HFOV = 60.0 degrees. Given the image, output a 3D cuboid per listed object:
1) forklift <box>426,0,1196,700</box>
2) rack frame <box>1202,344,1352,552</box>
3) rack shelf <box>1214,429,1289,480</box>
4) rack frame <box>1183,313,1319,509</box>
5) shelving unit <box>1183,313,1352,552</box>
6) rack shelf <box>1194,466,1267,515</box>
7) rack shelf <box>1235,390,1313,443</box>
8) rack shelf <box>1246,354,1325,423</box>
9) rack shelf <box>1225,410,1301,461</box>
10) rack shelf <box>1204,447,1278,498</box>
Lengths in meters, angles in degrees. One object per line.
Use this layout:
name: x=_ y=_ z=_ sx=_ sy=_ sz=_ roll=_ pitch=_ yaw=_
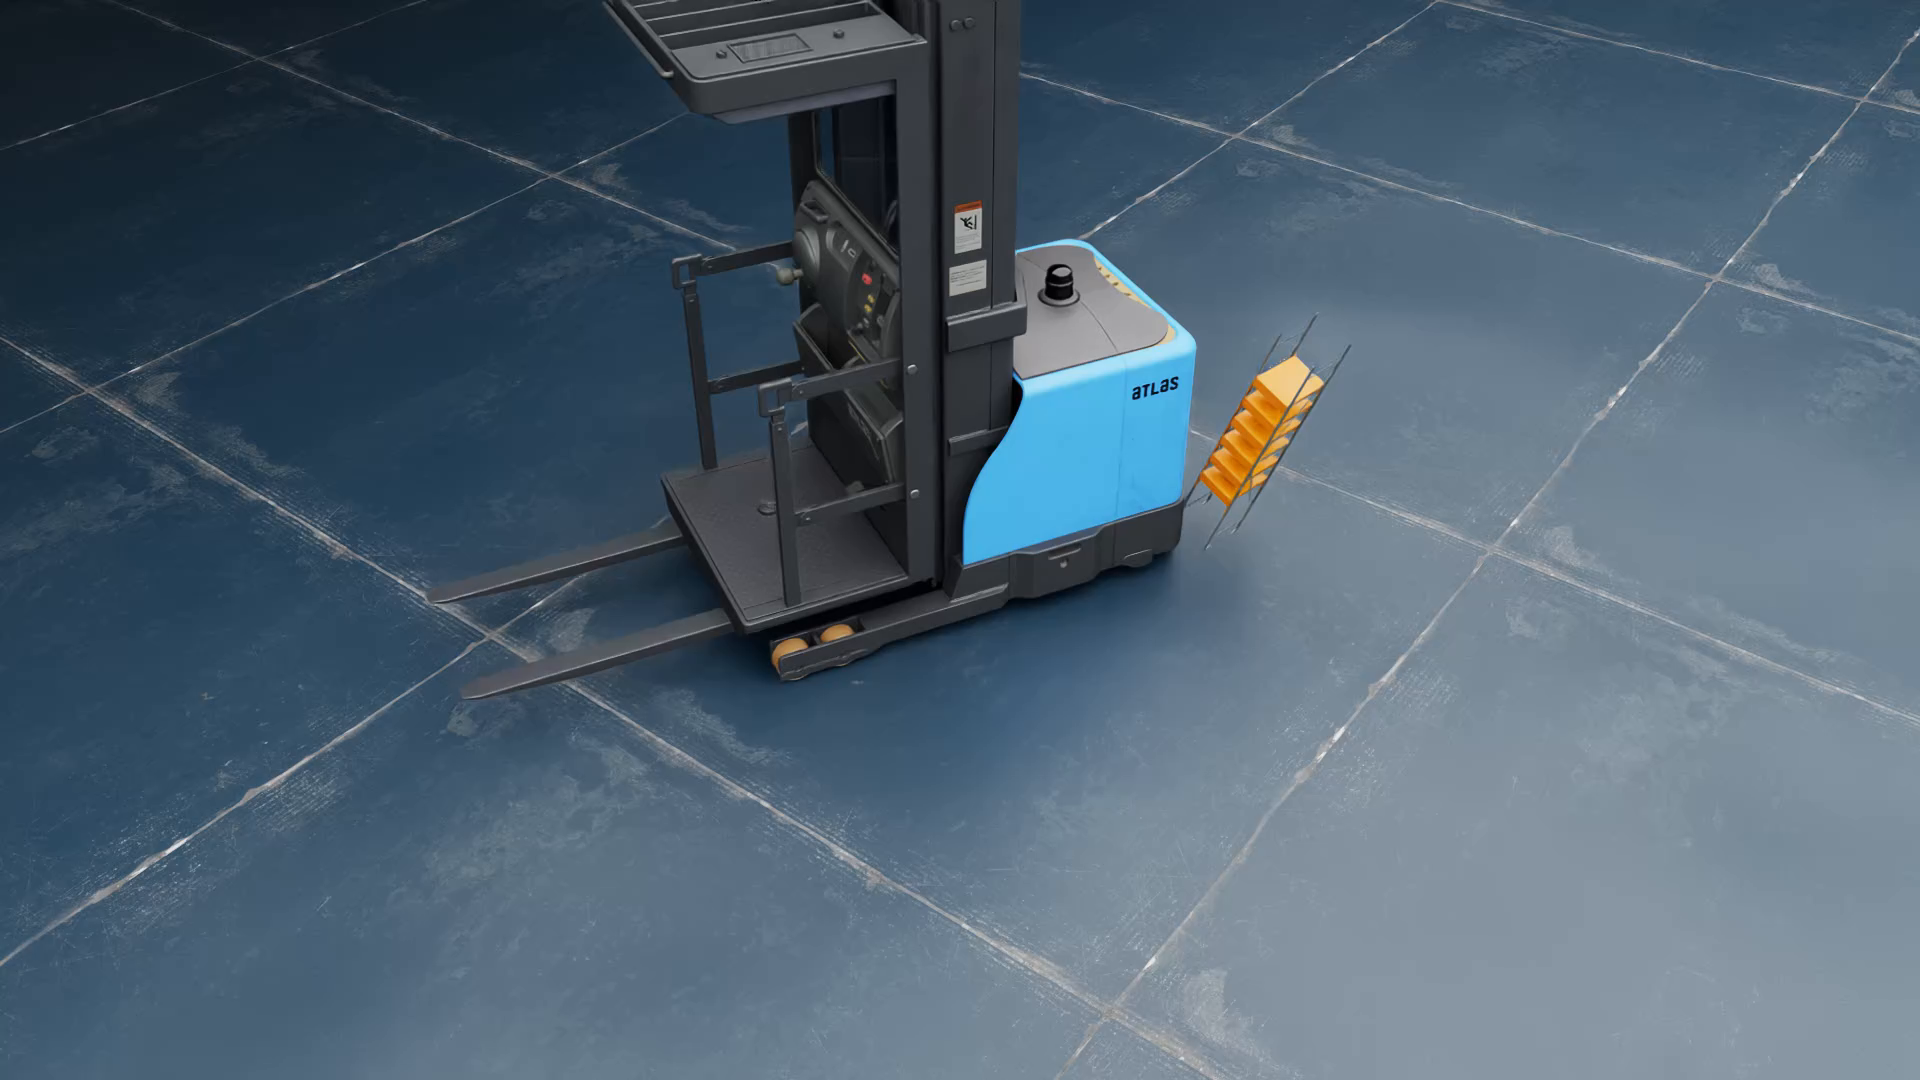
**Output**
forklift: x=-0.612 y=-0.974 z=6.117 sx=3.031 sy=2.935 sz=1.130 roll=-16 pitch=41 yaw=-20
rack frame: x=1.274 y=-0.351 z=6.780 sx=0.240 sy=1.200 sz=0.006 roll=-29 pitch=67 yaw=-32
rack shelf: x=1.206 y=-0.389 z=6.845 sx=0.258 sy=0.103 sz=0.180 roll=-29 pitch=67 yaw=-32
rack frame: x=1.158 y=-0.479 z=6.841 sx=0.240 sy=1.200 sz=0.006 roll=-29 pitch=67 yaw=-32
shelving unit: x=1.216 y=-0.415 z=6.810 sx=0.258 sy=1.200 sz=0.189 roll=-29 pitch=67 yaw=-32
rack shelf: x=1.150 y=-0.249 z=7.031 sx=0.258 sy=0.103 sz=0.180 roll=-29 pitch=67 yaw=-32
rack shelf: x=1.262 y=-0.529 z=6.658 sx=0.258 sy=0.103 sz=0.180 roll=-29 pitch=67 yaw=-32
rack shelf: x=1.291 y=-0.599 z=6.565 sx=0.258 sy=0.103 sz=0.180 roll=-29 pitch=67 yaw=-32
rack shelf: x=1.234 y=-0.459 z=6.751 sx=0.258 sy=0.103 sz=0.180 roll=-29 pitch=67 yaw=-32
rack shelf: x=1.178 y=-0.319 z=6.938 sx=0.258 sy=0.103 sz=0.180 roll=-29 pitch=67 yaw=-32
